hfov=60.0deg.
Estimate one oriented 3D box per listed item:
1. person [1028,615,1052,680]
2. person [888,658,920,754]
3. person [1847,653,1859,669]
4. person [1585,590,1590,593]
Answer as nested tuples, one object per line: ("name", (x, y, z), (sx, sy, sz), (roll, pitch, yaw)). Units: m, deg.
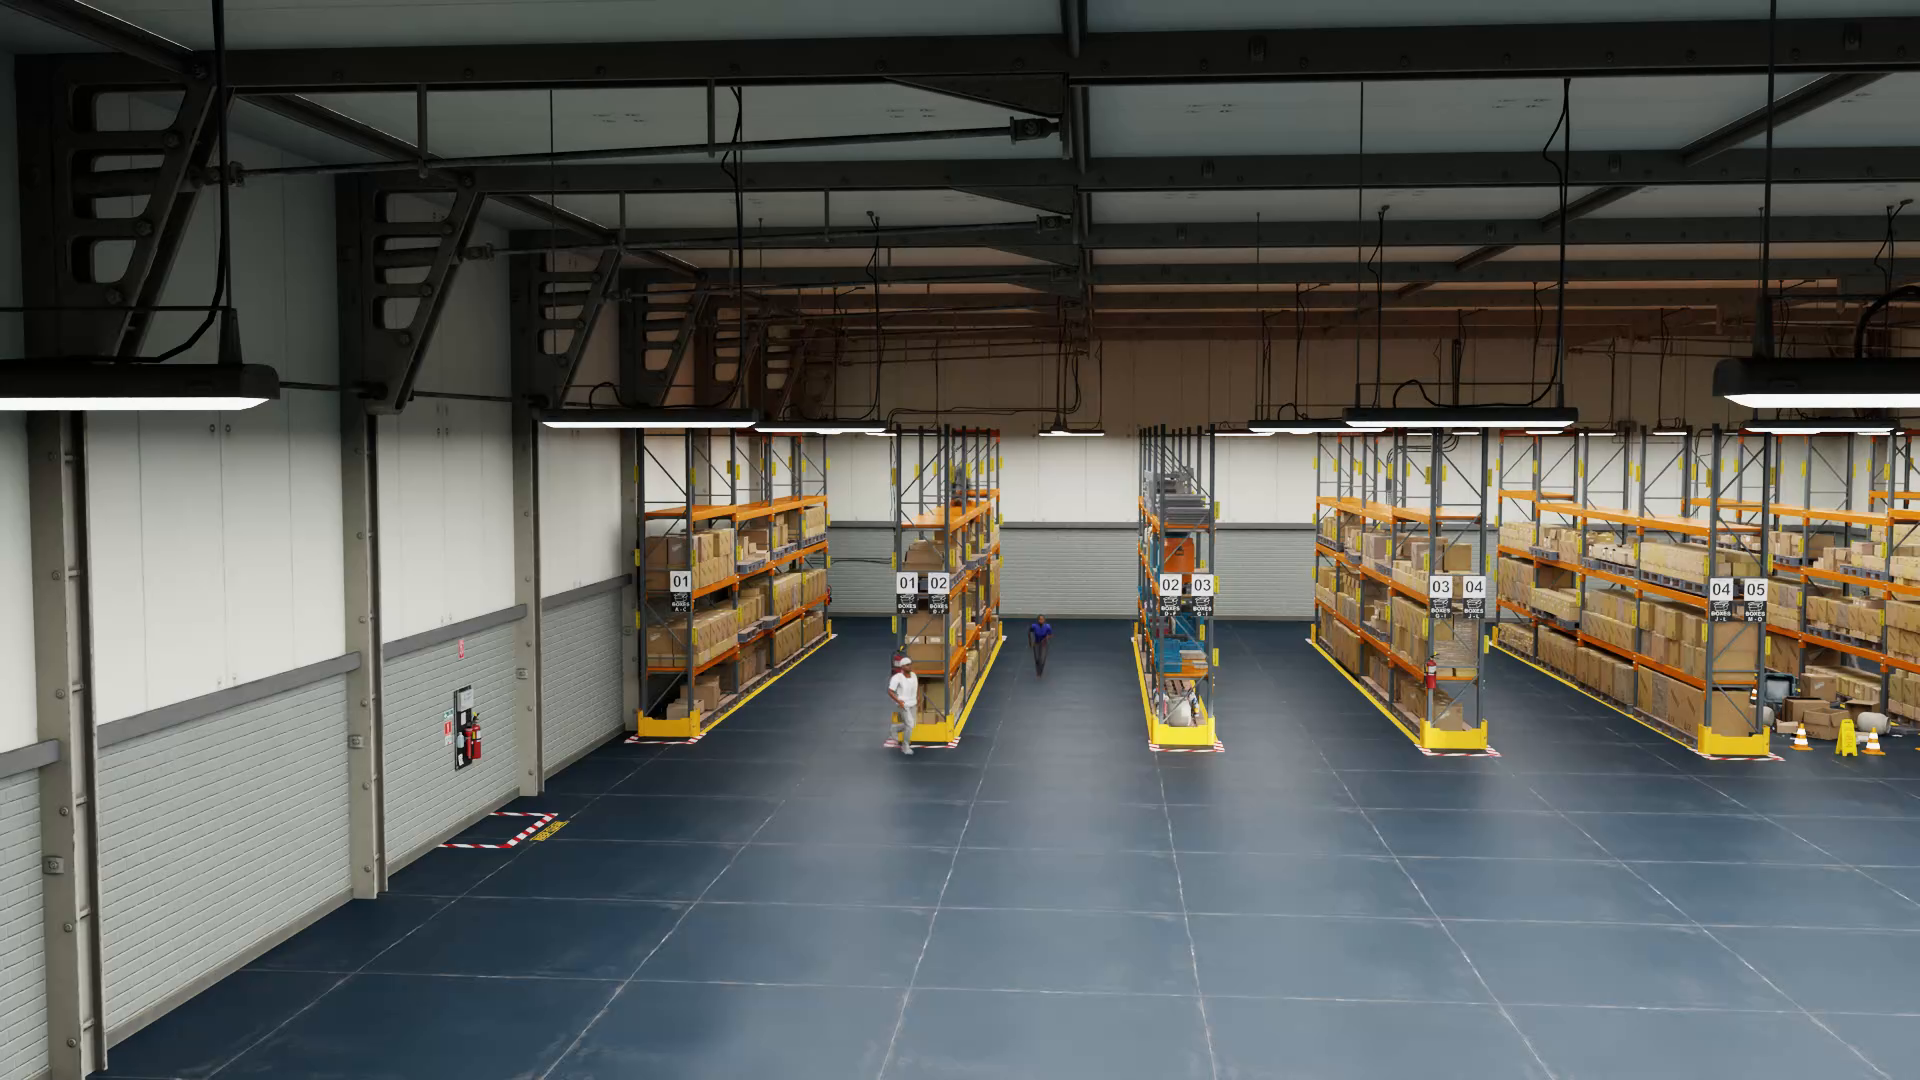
("person", (1.903, 2.549, 39.441), (0.562, 1.575, 0.677), (0, 3, -2))
("person", (-1.049, 3.015, 30.438), (0.664, 1.754, 0.716), (3, 5, 44))
("person", (21.313, 2.371, 40.057), (0.644, 1.783, 0.948), (0, 3, -2))
("person", (16.972, 2.187, 44.631), (0.625, 1.668, 0.588), (0, 3, 2))
